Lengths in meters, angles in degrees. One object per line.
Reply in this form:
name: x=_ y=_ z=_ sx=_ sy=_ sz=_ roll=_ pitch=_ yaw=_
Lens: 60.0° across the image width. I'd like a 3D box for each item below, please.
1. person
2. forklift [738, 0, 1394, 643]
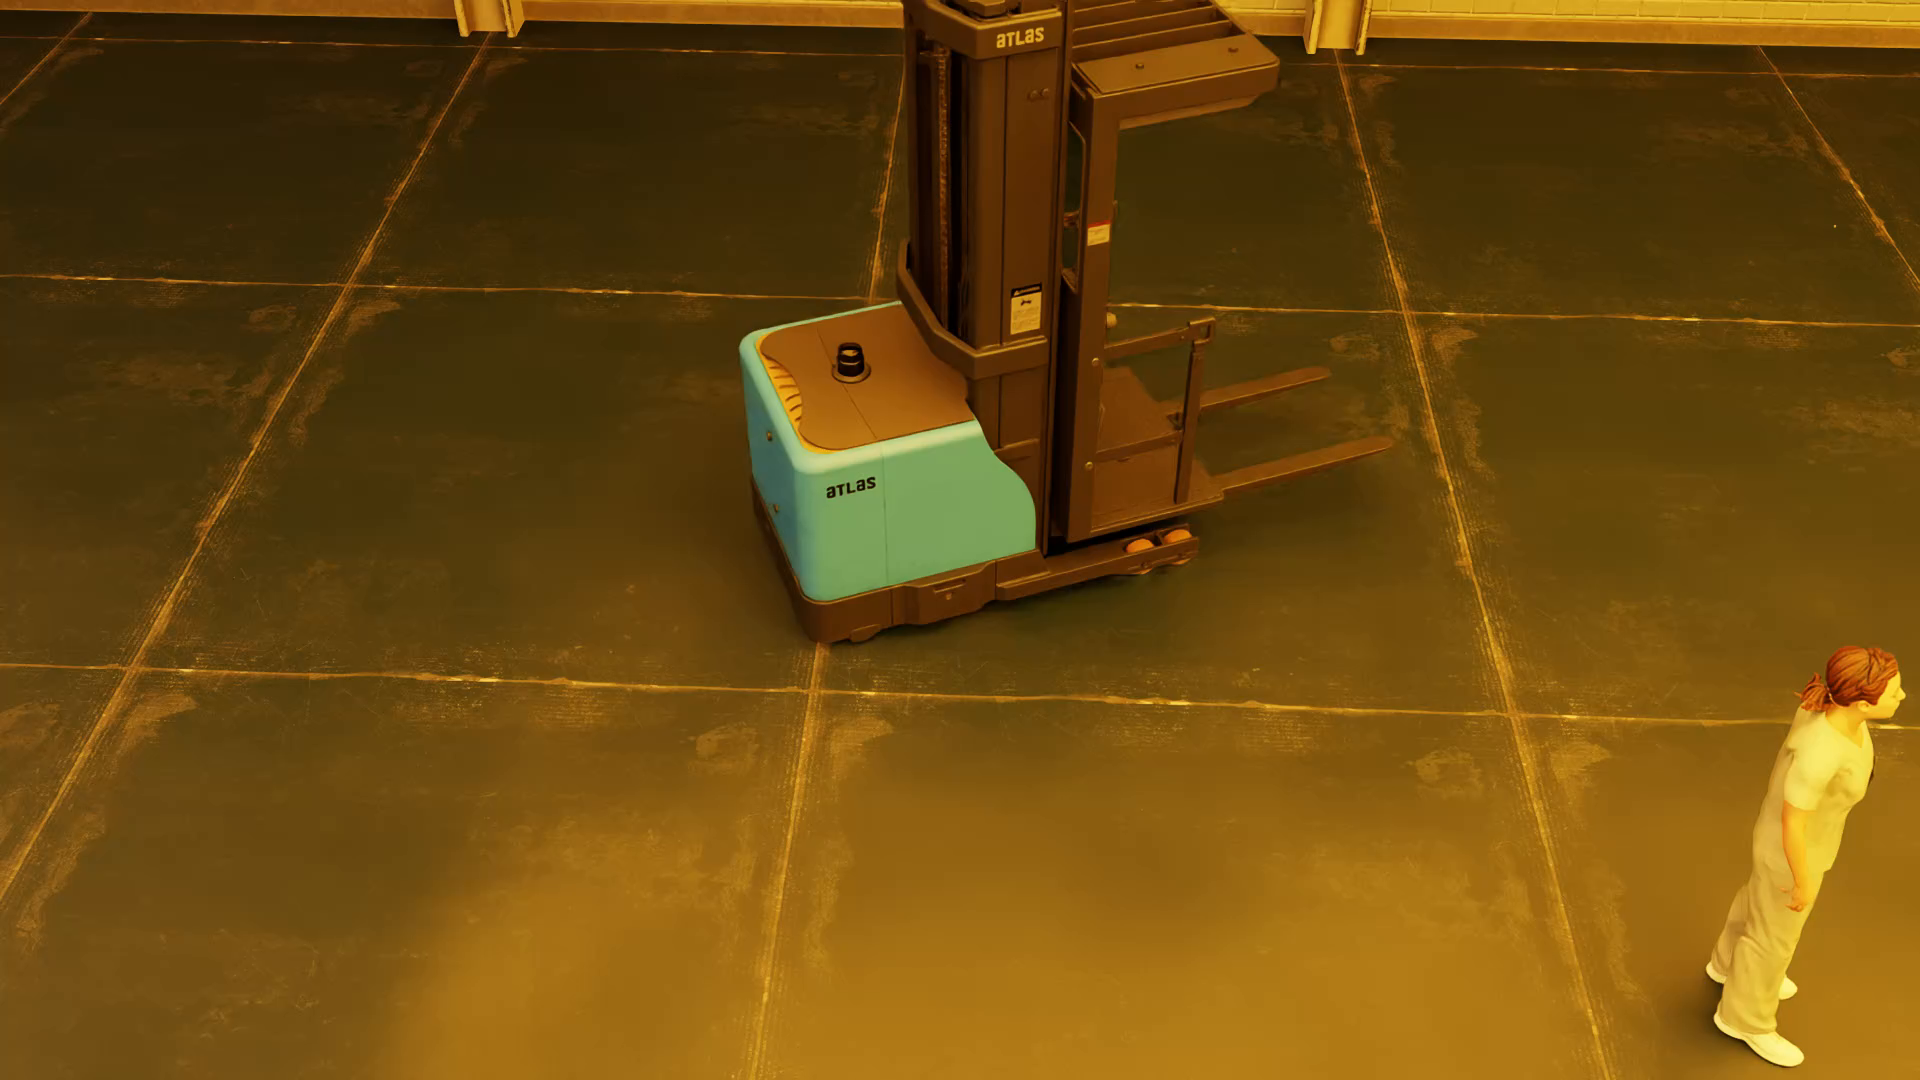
person: x=2.855 y=1.026 z=5.555 sx=0.524 sy=1.672 sz=0.527 roll=22 pitch=47 yaw=22
forklift: x=0.583 y=-1.242 z=7.103 sx=3.031 sy=2.935 sz=1.130 roll=-14 pitch=44 yaw=-15
